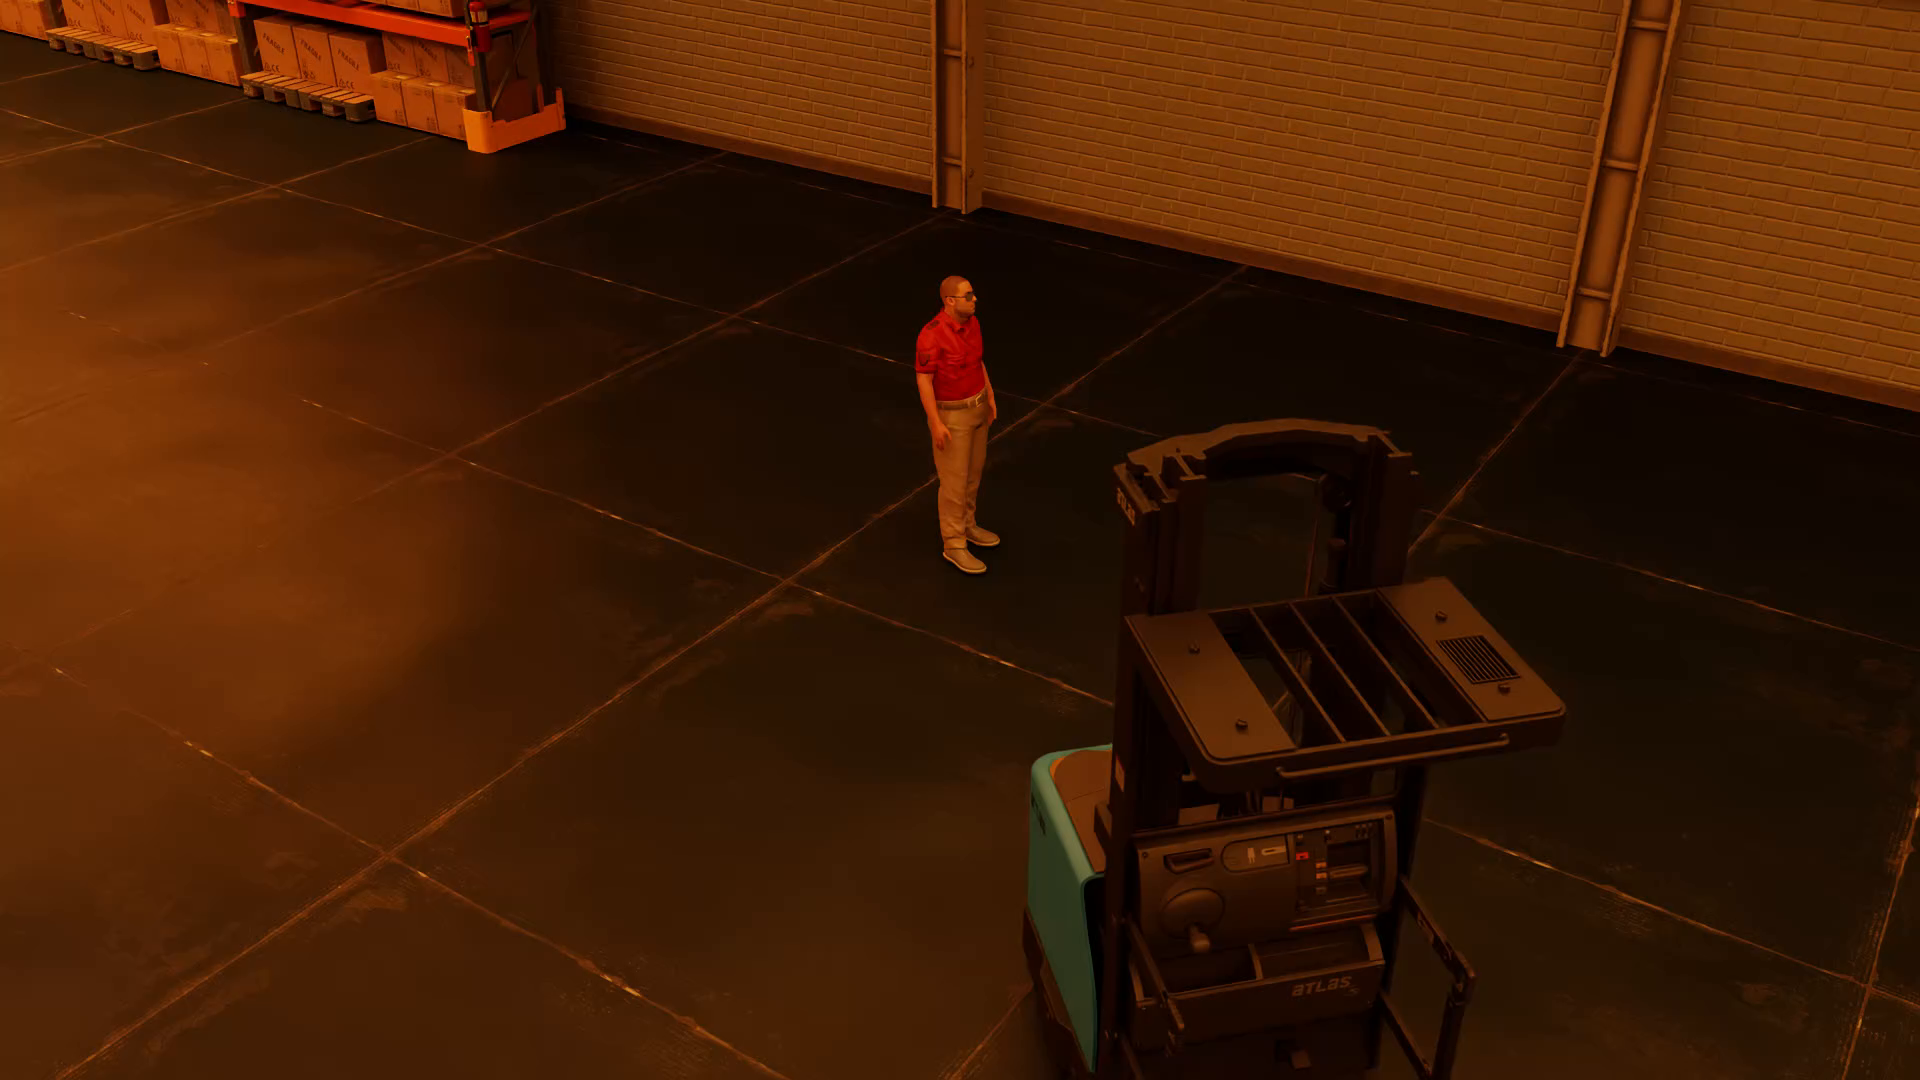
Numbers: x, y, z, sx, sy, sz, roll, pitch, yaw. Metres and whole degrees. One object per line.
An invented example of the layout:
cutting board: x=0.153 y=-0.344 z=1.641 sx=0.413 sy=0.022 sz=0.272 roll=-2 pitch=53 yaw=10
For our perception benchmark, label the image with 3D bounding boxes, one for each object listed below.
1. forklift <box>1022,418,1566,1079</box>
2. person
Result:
forklift: x=1.102 y=1.211 z=5.497 sx=1.130 sy=2.935 sz=3.031 roll=-7 pitch=31 yaw=-11
person: x=0.068 y=-0.725 z=10.010 sx=0.550 sy=1.728 sz=0.641 roll=19 pitch=35 yaw=29
